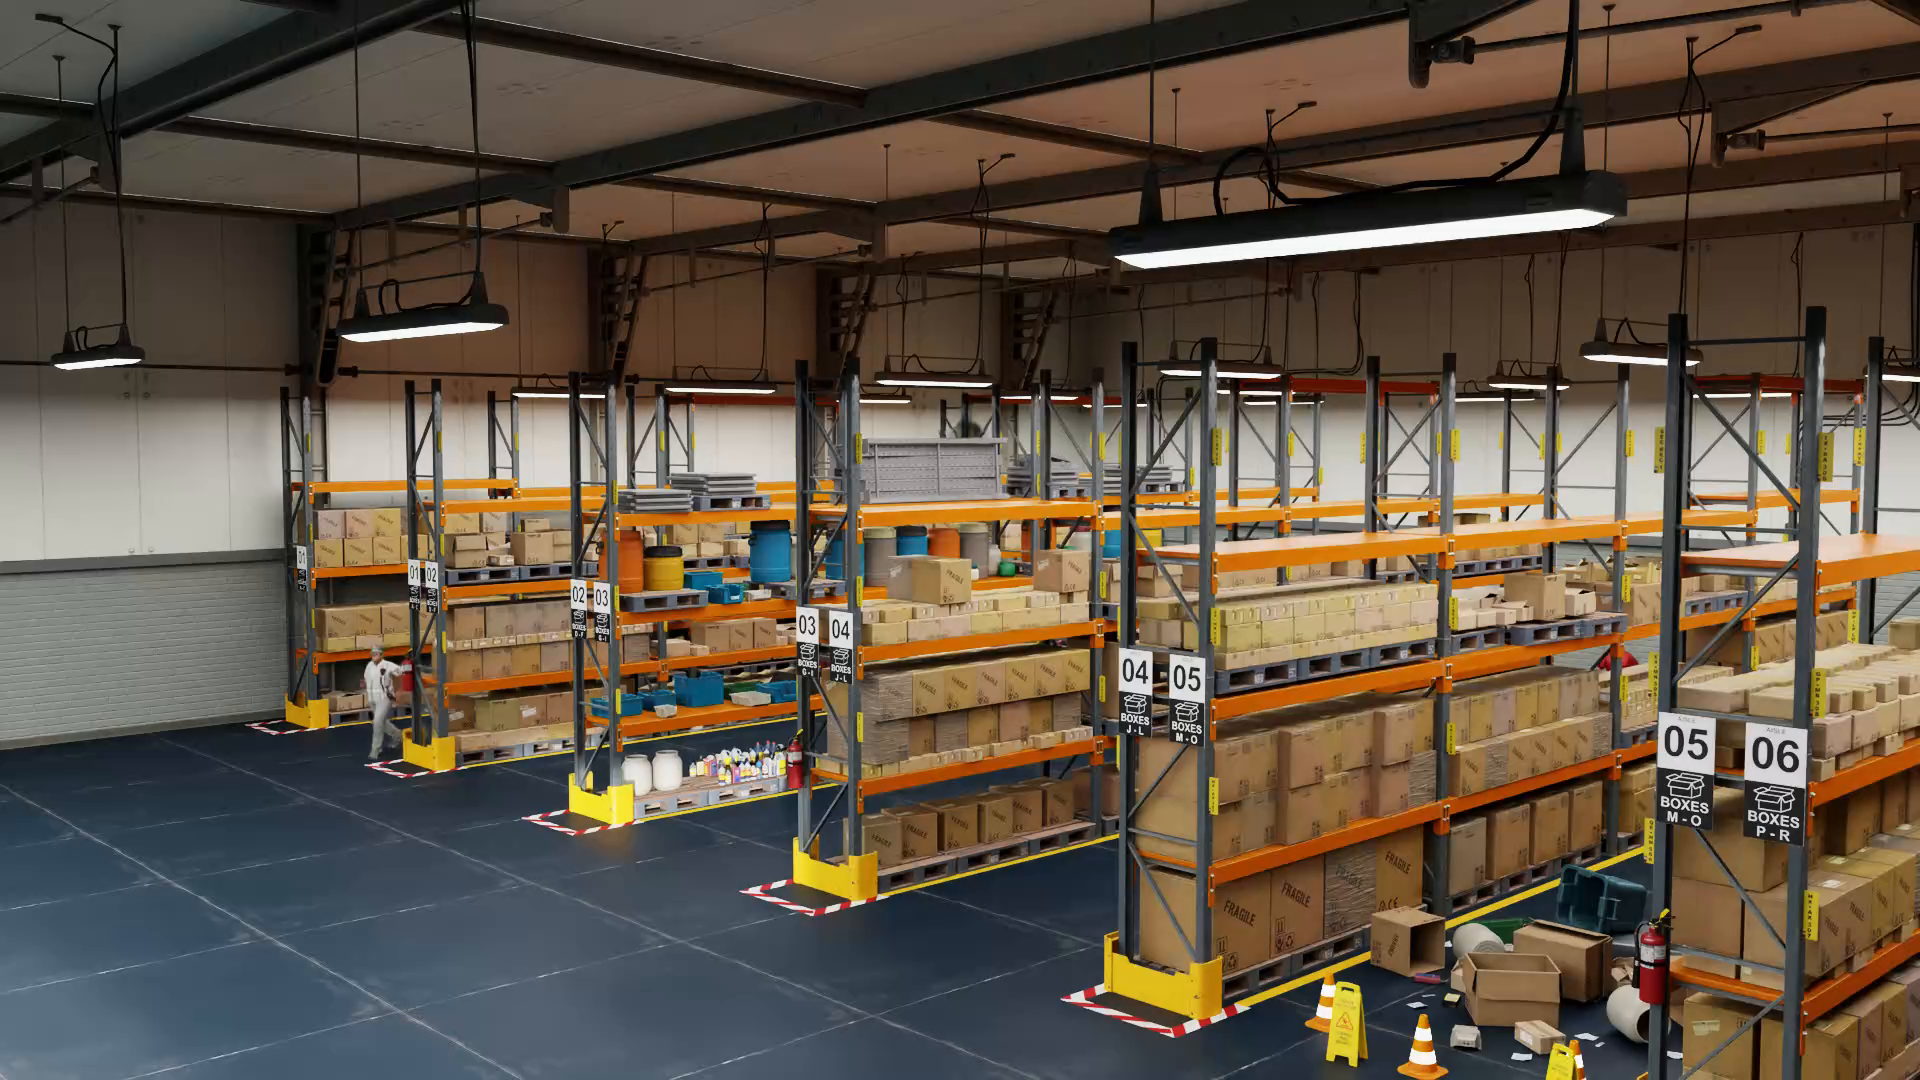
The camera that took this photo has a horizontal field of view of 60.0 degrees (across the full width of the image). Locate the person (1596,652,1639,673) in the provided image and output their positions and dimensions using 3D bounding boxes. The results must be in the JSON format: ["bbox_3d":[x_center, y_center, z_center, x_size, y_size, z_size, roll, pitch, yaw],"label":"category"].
[{"bbox_3d":[11.282,2.520,28.470,0.713,1.661,0.519,1,4,15],"label":"person"}]

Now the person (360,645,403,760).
[{"bbox_3d":[-9.321,2.576,26.804,0.693,1.806,0.935,2,4,25],"label":"person"}]

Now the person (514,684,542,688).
[{"bbox_3d":[-7.613,2.409,29.330,0.745,1.783,0.894,3,5,40],"label":"person"}]
